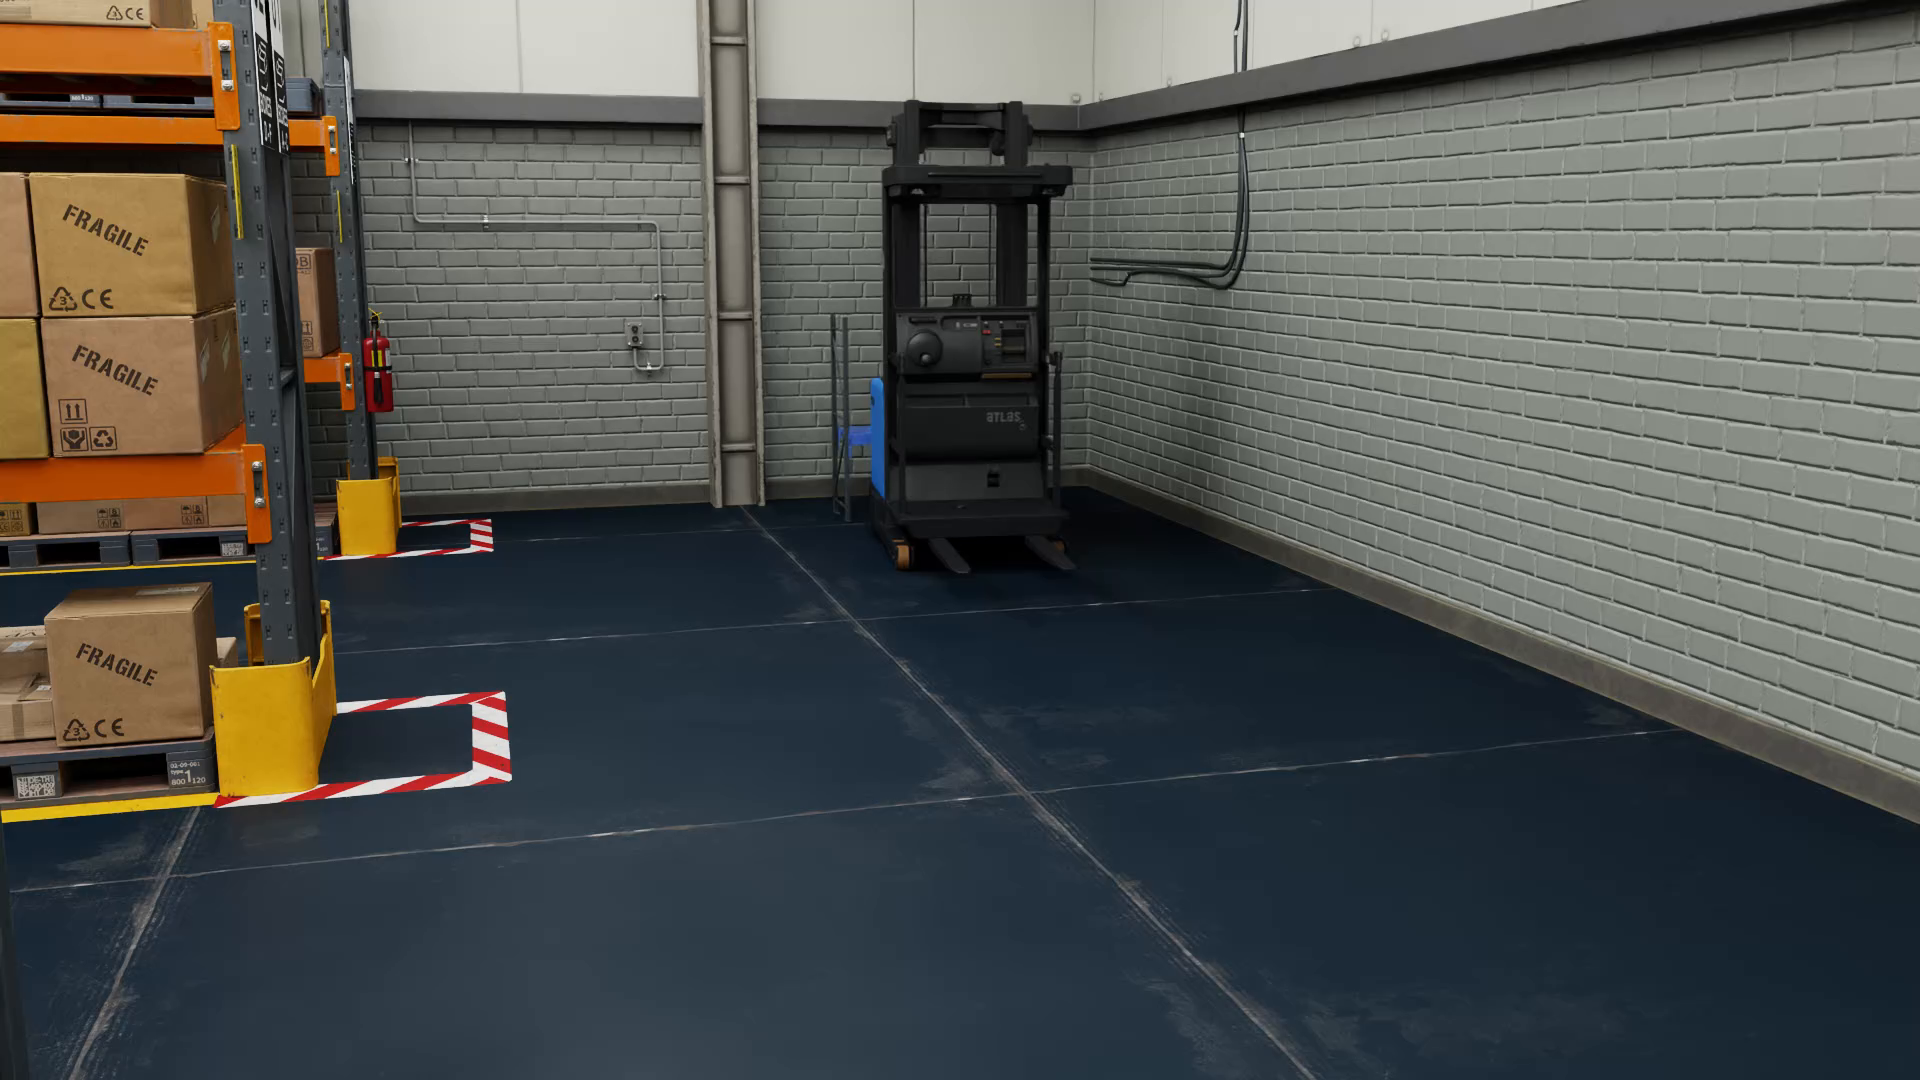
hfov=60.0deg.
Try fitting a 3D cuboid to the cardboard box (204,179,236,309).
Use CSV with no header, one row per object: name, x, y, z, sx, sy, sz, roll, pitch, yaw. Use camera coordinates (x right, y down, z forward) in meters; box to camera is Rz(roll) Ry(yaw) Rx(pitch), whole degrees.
cardboard box,-3.214,-1.179,6.628,0.500,0.500,0.500,-3,11,-14

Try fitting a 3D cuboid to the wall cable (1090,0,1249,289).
wall cable,1.428,-3.123,12.232,0.112,2.526,3.097,-3,11,-16

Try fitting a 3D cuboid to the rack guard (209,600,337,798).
rack guard,-2.788,0.619,6.806,0.348,0.500,1.175,-3,11,-16

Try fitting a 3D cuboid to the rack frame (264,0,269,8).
rack frame,-2.715,-3.565,6.057,0.127,3.000,1.000,-3,11,-16

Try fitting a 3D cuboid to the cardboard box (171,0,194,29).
cardboard box,-3.279,-2.034,6.441,0.500,0.250,0.500,-3,11,-16

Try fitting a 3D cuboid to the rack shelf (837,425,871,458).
rack shelf,-0.399,-0.758,12.511,1.000,0.185,0.538,-3,11,-15

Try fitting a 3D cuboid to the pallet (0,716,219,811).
pallet,-3.553,0.801,6.612,1.213,0.211,1.003,-3,11,-16

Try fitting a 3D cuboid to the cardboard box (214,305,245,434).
cardboard box,-3.214,-0.687,6.718,0.500,0.500,0.500,-3,11,-15

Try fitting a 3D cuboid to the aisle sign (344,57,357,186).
aisle sign,-3.950,-2.706,10.778,0.004,0.787,0.394,-3,11,-16

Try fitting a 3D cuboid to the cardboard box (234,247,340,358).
cardboard box,-4.590,-1.596,11.100,0.700,0.700,0.980,-3,11,-13

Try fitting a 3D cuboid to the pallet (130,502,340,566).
pallet,-4.849,-0.050,11.236,1.213,0.211,1.003,-3,11,-16

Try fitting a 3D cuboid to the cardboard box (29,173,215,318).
cardboard box,-3.065,-1.085,6.119,0.500,0.500,0.500,-3,11,-16

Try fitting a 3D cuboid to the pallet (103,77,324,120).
pallet,-4.812,-2.868,10.799,1.213,0.211,1.003,-3,11,-16

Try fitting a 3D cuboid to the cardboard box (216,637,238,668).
cardboard box,-3.213,0.533,7.028,0.250,0.149,0.380,-3,11,-16

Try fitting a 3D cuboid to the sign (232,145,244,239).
sign,-2.579,-1.242,5.937,0.005,0.325,0.100,-3,11,-16

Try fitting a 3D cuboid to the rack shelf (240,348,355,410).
rack shelf,-6.023,-1.021,10.792,4.000,0.370,1.077,-3,11,-16

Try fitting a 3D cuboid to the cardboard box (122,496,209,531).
cardboard box,-5.227,-0.375,11.041,0.500,0.500,0.700,-3,11,-16

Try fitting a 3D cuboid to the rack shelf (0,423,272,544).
rack shelf,-4.635,-0.160,6.115,4.000,0.370,1.077,-3,11,-16

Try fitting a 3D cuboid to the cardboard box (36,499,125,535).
cardboard box,-5.710,-0.349,10.902,0.500,0.500,0.700,-3,11,-18

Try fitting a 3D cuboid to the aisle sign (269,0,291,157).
aisle sign,-2.731,-1.948,6.661,0.004,0.787,0.394,-3,11,-16

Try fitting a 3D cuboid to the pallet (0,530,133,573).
pallet,-6.018,0.011,10.904,1.213,0.211,1.003,-3,11,-16

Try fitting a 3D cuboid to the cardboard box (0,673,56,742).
cardboard box,-3.582,0.638,6.408,0.250,0.166,0.380,-3,11,-16

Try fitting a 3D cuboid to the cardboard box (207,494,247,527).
cardboard box,-4.747,-0.400,11.178,0.500,0.500,0.700,-3,11,-16

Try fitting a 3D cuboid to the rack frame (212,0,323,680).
rack frame,-2.715,-0.615,6.600,0.127,3.000,1.000,-3,11,-16

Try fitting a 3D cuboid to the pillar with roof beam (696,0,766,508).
pillar with roof beam,-0.549,-3.965,8.227,0.400,9.000,9.100,-3,11,-16

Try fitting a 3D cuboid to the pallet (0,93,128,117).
pallet,-5.986,-2.805,10.460,1.213,0.211,1.003,-3,11,-16

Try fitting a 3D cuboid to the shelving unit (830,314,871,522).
shelving unit,-0.399,-0.935,12.479,1.048,1.500,0.538,-3,11,-15

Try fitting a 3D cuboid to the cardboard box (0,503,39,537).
cardboard box,-6.220,-0.321,10.748,0.500,0.500,0.700,-3,11,-15

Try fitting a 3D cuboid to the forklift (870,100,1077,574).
forklift,0.084,-1.318,10.613,1.130,2.935,3.031,-2,11,-9

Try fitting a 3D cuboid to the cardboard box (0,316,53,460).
cardboard box,-3.566,-0.567,6.065,0.500,0.500,0.500,-3,11,-15

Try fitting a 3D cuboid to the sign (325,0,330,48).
sign,-3.965,-3.252,10.416,0.005,0.325,0.100,-3,11,-16

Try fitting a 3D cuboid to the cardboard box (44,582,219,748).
cardboard box,-3.168,0.469,6.405,0.500,0.500,0.500,-3,11,-16

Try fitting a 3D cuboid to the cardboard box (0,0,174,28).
cardboard box,-3.134,-1.944,5.952,0.500,0.250,0.500,-3,11,-16

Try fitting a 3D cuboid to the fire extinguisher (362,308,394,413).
fire extinguisher,-3.829,-1.182,10.923,0.183,0.674,0.296,-3,11,-16

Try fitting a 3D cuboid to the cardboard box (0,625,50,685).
cardboard box,-3.796,0.525,6.790,0.500,0.250,0.500,-3,11,-16

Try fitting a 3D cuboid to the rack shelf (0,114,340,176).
rack shelf,-6.023,-2.496,10.521,4.000,0.370,1.077,-3,11,-16

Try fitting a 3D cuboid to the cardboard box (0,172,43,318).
cardboard box,-3.550,-1.059,5.979,0.500,0.500,0.500,-3,11,-14

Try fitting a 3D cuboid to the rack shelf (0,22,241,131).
rack shelf,-4.635,-1.635,5.844,4.000,0.370,1.077,-3,11,-16

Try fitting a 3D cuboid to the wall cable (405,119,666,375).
wall cable,-3.138,-2.204,12.430,1.851,1.984,0.084,-3,11,-16

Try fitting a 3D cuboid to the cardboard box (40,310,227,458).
cardboard box,-3.069,-0.594,6.211,0.500,0.500,0.500,-3,11,-14

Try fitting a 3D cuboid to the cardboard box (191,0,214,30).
cardboard box,-4.729,-3.417,10.445,0.500,0.500,0.500,-3,11,-16

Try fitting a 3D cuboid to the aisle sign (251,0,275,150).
aisle sign,-2.564,-1.843,6.094,0.004,0.787,0.394,-3,11,-16

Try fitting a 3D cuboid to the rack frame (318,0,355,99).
rack frame,-4.103,-4.426,10.734,0.127,3.000,1.000,-3,11,-16

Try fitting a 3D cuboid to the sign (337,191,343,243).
sign,-3.965,-2.066,10.634,0.005,0.325,0.100,-3,11,-16

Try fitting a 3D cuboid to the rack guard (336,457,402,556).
rack guard,-4.080,-0.247,11.510,0.348,0.500,1.175,-3,11,-16

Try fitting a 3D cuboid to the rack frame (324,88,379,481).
rack frame,-4.103,-1.476,11.277,0.127,3.000,1.000,-3,11,-16

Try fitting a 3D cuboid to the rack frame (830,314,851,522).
rack frame,-0.889,-0.911,12.346,0.032,1.500,0.500,-3,11,-15
